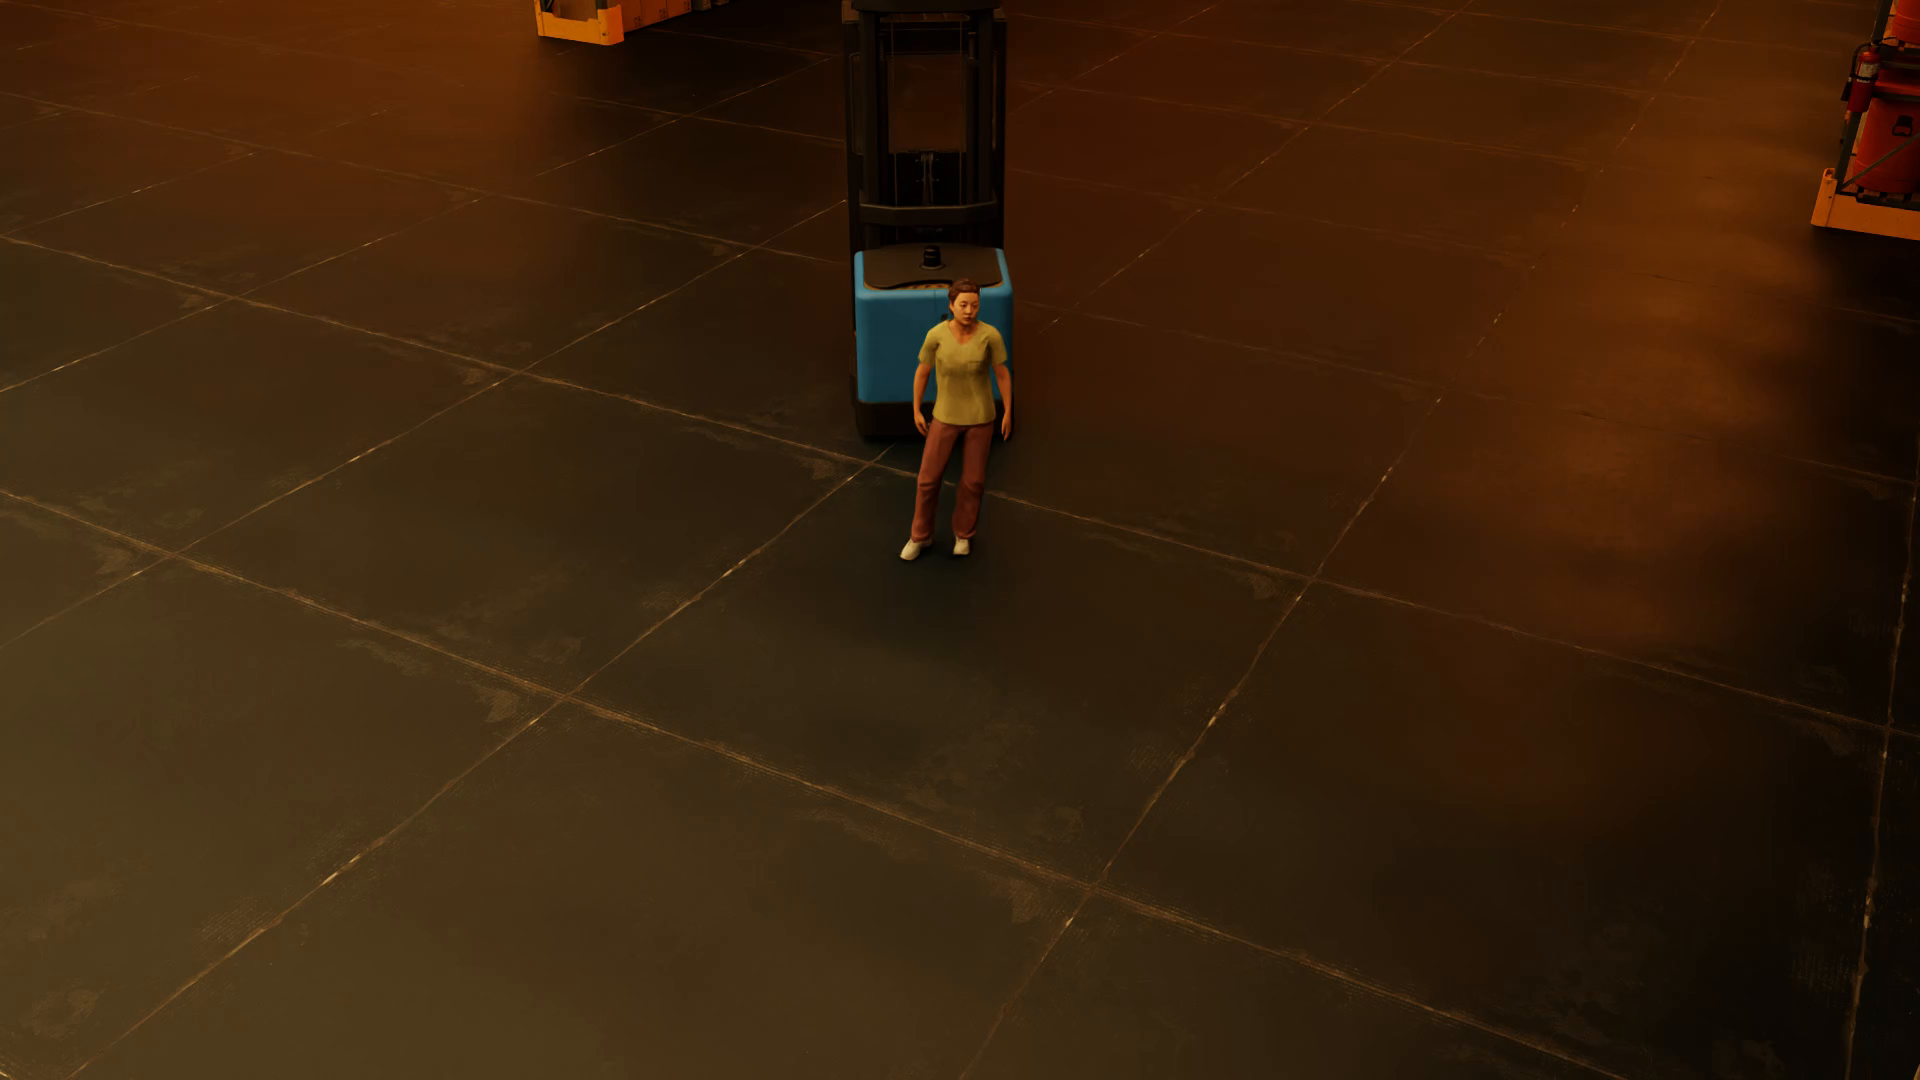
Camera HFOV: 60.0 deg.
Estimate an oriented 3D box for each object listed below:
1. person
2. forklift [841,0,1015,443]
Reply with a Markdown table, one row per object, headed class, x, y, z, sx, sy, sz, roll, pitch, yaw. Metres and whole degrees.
| class | x | y | z | sx | sy | sz | roll | pitch | yaw |
| --- | --- | --- | --- | --- | --- | --- | --- | --- | --- |
| person | -0.001 | -0.576 | 9.443 | 0.738 | 1.551 | 0.528 | 3 | 30 | 5 |
| forklift | -0.246 | -2.617 | 11.604 | 1.130 | 2.935 | 3.031 | -2 | 30 | -3 |
